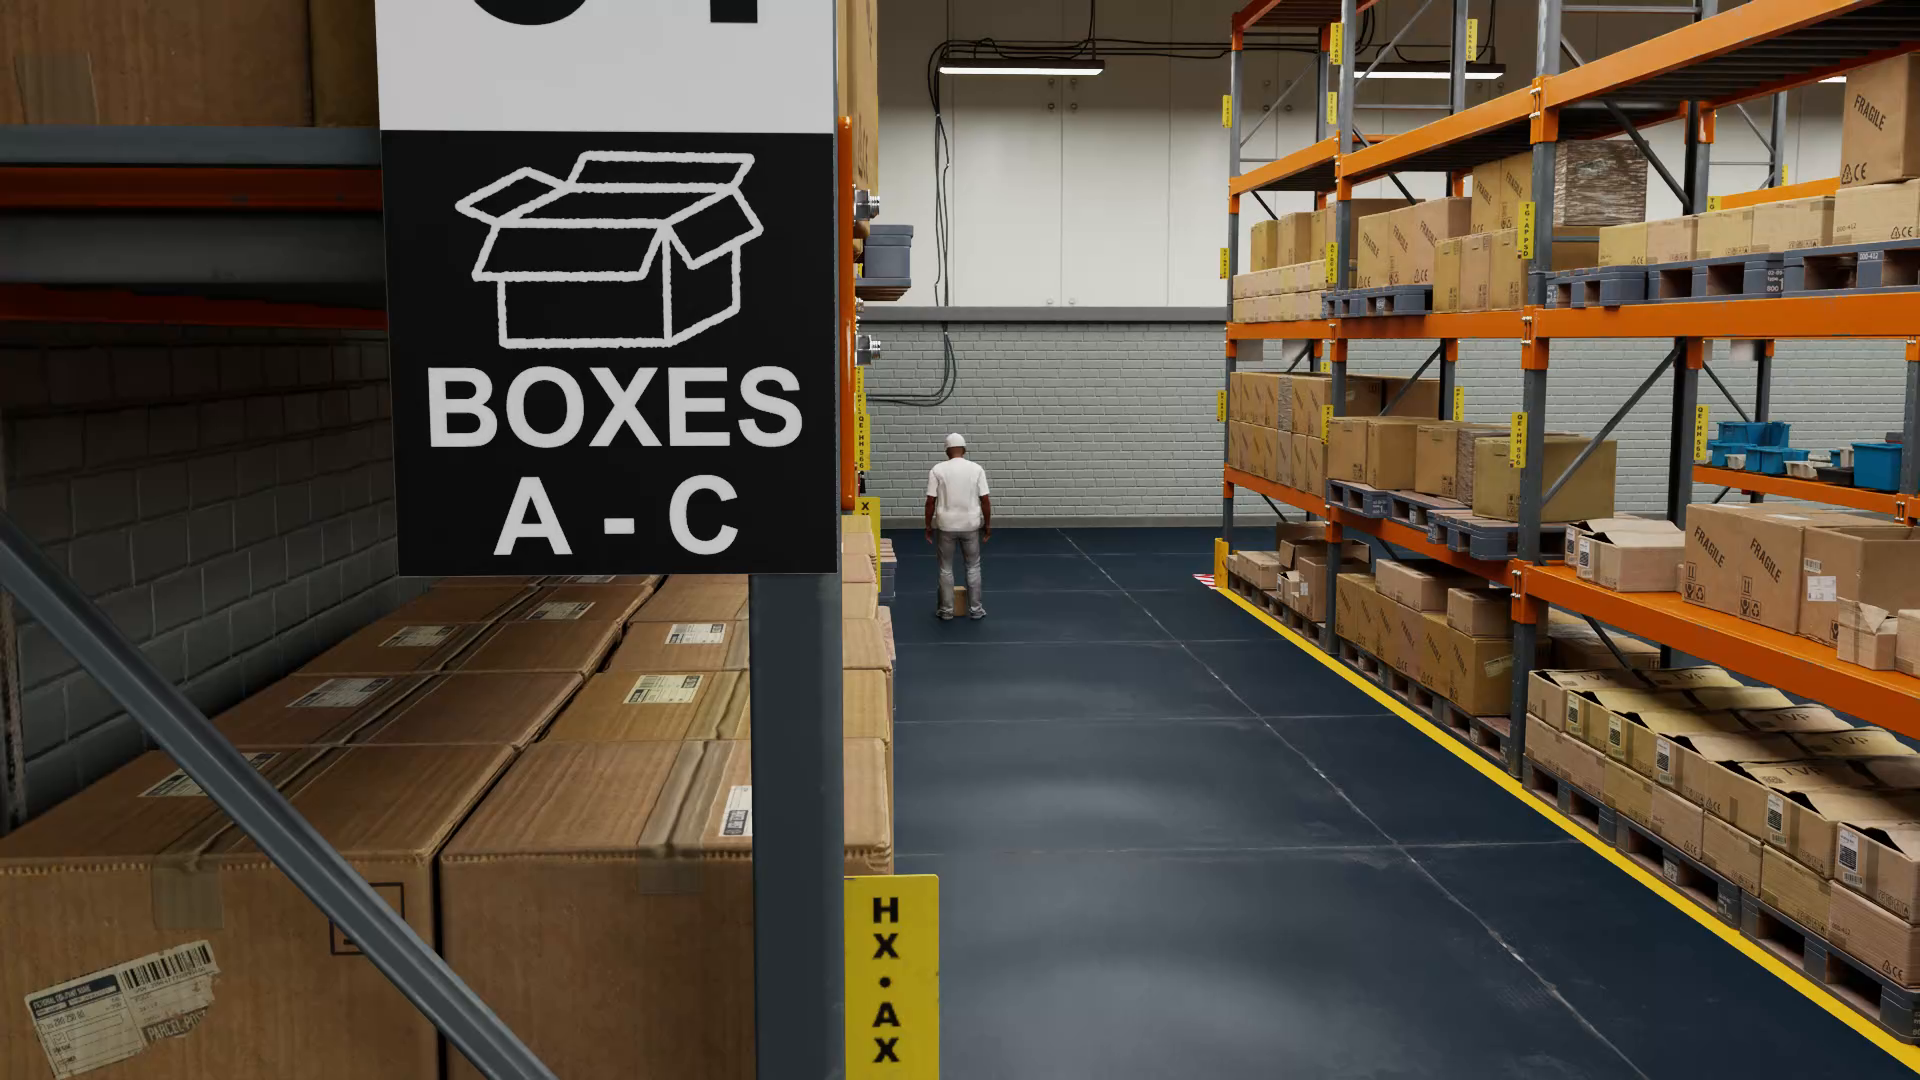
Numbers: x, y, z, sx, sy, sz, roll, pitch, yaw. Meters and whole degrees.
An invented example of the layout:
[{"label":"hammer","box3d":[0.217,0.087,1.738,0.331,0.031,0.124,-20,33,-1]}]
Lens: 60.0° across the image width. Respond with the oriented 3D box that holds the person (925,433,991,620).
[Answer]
[{"label":"person","box3d":[-0.019,-0.131,15.763,0.627,1.761,0.456,-1,7,-5]}]
